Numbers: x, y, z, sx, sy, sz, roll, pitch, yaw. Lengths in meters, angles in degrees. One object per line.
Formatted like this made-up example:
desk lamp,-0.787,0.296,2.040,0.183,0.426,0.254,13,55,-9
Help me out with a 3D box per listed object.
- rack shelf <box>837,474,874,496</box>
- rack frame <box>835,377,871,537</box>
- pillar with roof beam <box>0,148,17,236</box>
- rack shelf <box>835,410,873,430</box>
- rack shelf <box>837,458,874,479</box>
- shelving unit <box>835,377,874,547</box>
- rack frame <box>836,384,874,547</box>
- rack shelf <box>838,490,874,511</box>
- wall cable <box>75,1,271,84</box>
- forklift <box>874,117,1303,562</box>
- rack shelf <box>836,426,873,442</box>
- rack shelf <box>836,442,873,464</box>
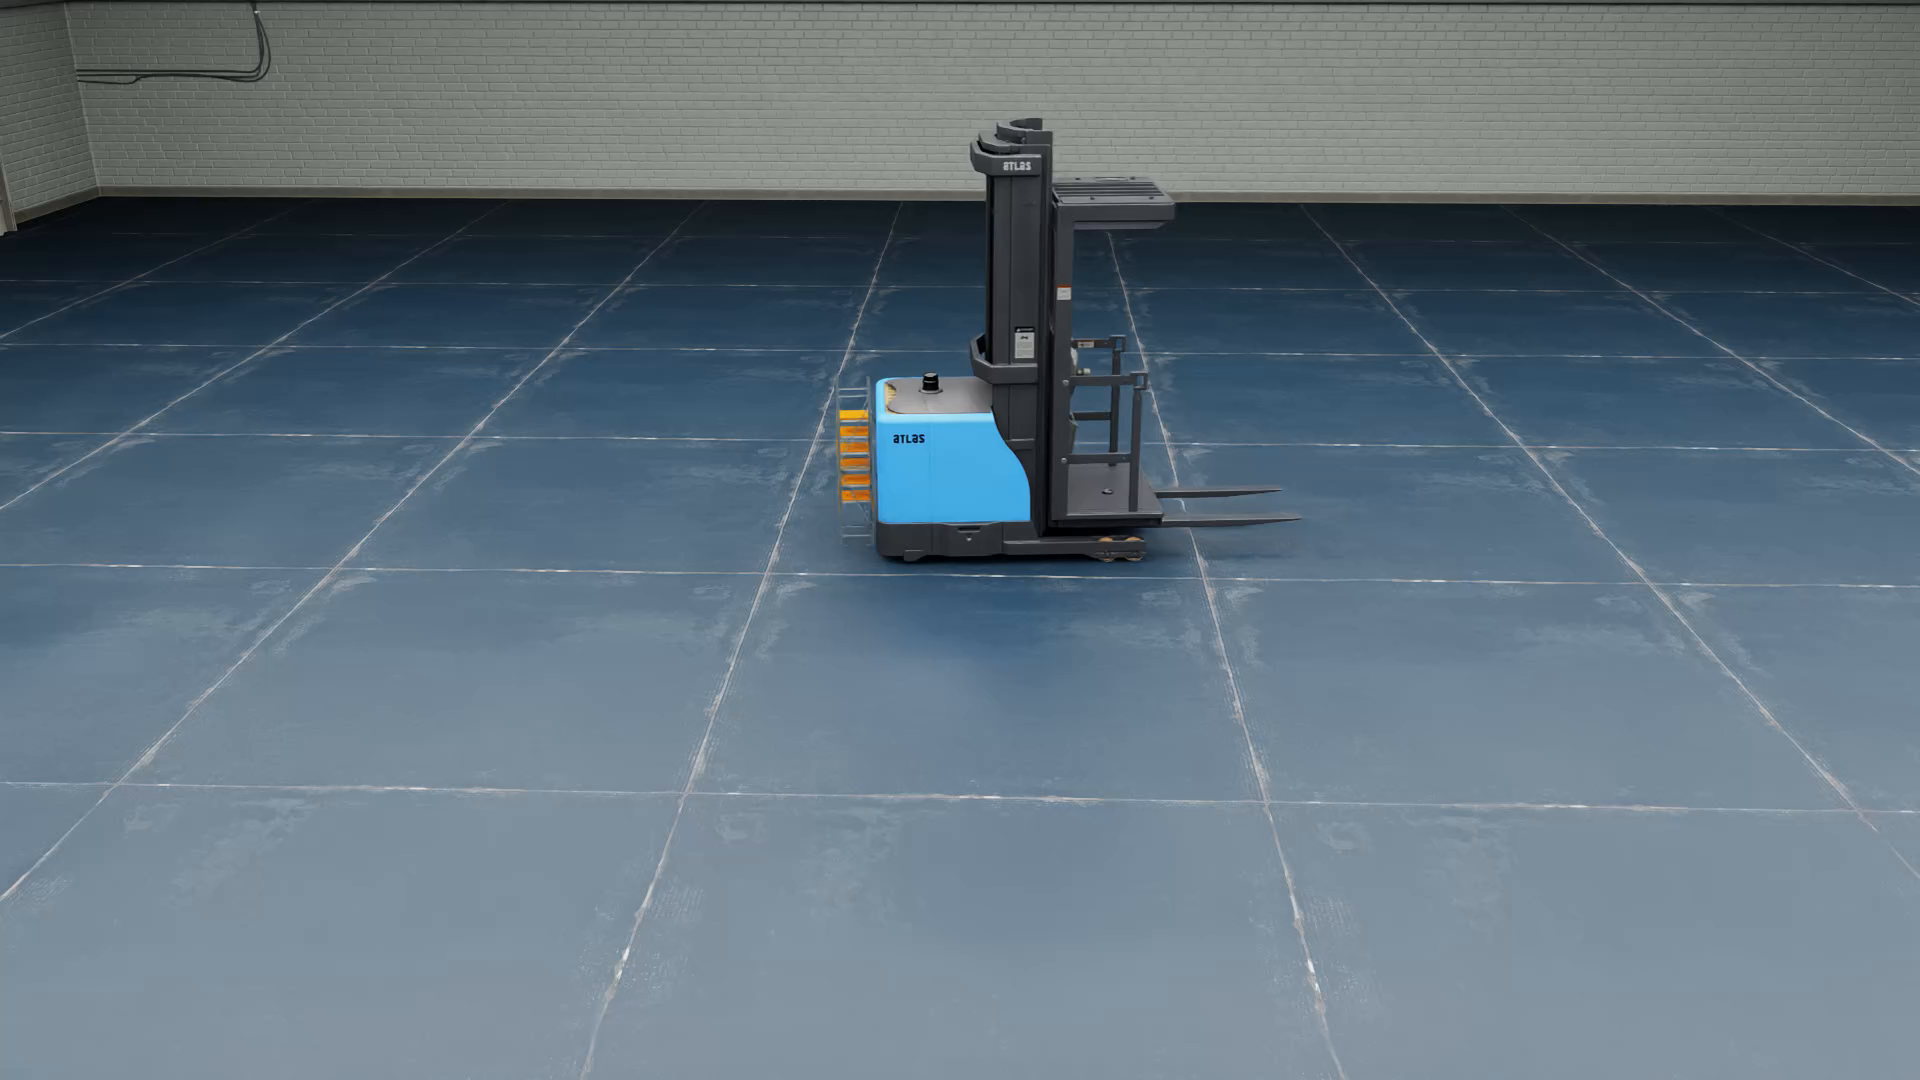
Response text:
rack shelf,-0.745,-0.395,11.843,0.258,0.103,0.180,-2,21,-4
rack frame,-0.752,-0.581,11.869,0.240,1.200,0.006,-2,21,-4
pillar with roof beam,-8.975,-8.392,21.217,9.100,9.000,0.400,1,21,2
rack shelf,-0.745,-0.843,11.670,0.258,0.103,0.180,-2,21,-4
rack shelf,-0.745,-0.507,11.800,0.258,0.103,0.180,-2,21,-4
shelving unit,-0.745,-0.548,11.784,0.258,1.200,0.189,-2,21,-4
rack frame,-0.738,-0.515,11.699,0.240,1.200,0.006,-2,21,-4
rack shelf,-0.745,-0.283,11.887,0.258,0.103,0.180,-2,21,-4
wall cable,-11.867,-8.042,24.609,3.097,2.526,0.112,1,21,2
forklift,0.909,-1.405,11.597,3.031,2.935,1.130,-1,21,-3
rack shelf,-0.745,-0.731,11.713,0.258,0.103,0.180,-2,21,-4
rack shelf,-0.745,-0.619,11.756,0.258,0.103,0.180,-2,21,-4
